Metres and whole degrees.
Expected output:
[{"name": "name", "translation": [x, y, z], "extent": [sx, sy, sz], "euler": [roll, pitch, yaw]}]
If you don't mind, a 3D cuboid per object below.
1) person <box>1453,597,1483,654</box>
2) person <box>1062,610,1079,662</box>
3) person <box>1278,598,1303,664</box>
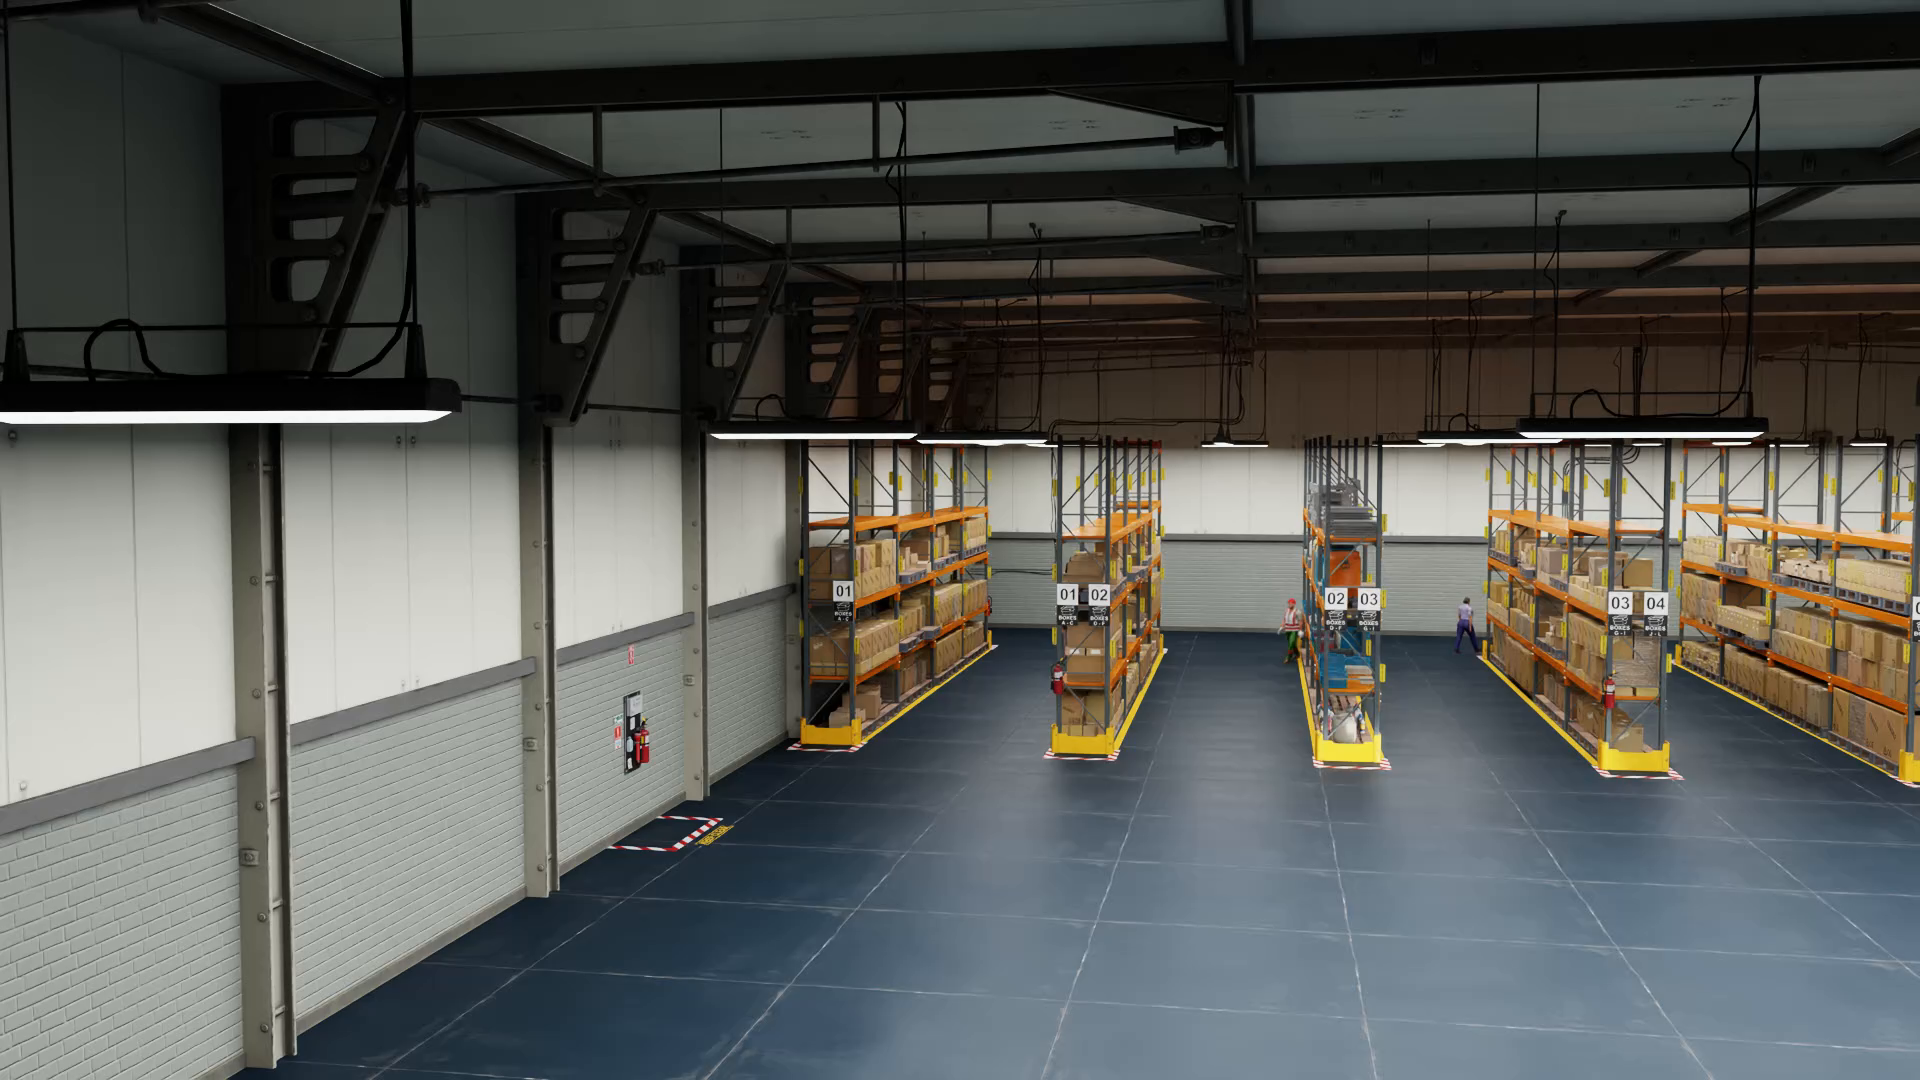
[{"name": "person", "translation": [14.233, 2.383, 46.636], "extent": [0.984, 1.593, 0.539], "euler": [-3, 4, -44]}, {"name": "person", "translation": [2.987, 2.446, 45.031], "extent": [0.552, 1.656, 1.074], "euler": [1, 3, 14]}, {"name": "person", "translation": [8.897, 2.430, 44.626], "extent": [0.610, 1.733, 1.133], "euler": [3, 4, 41]}]
